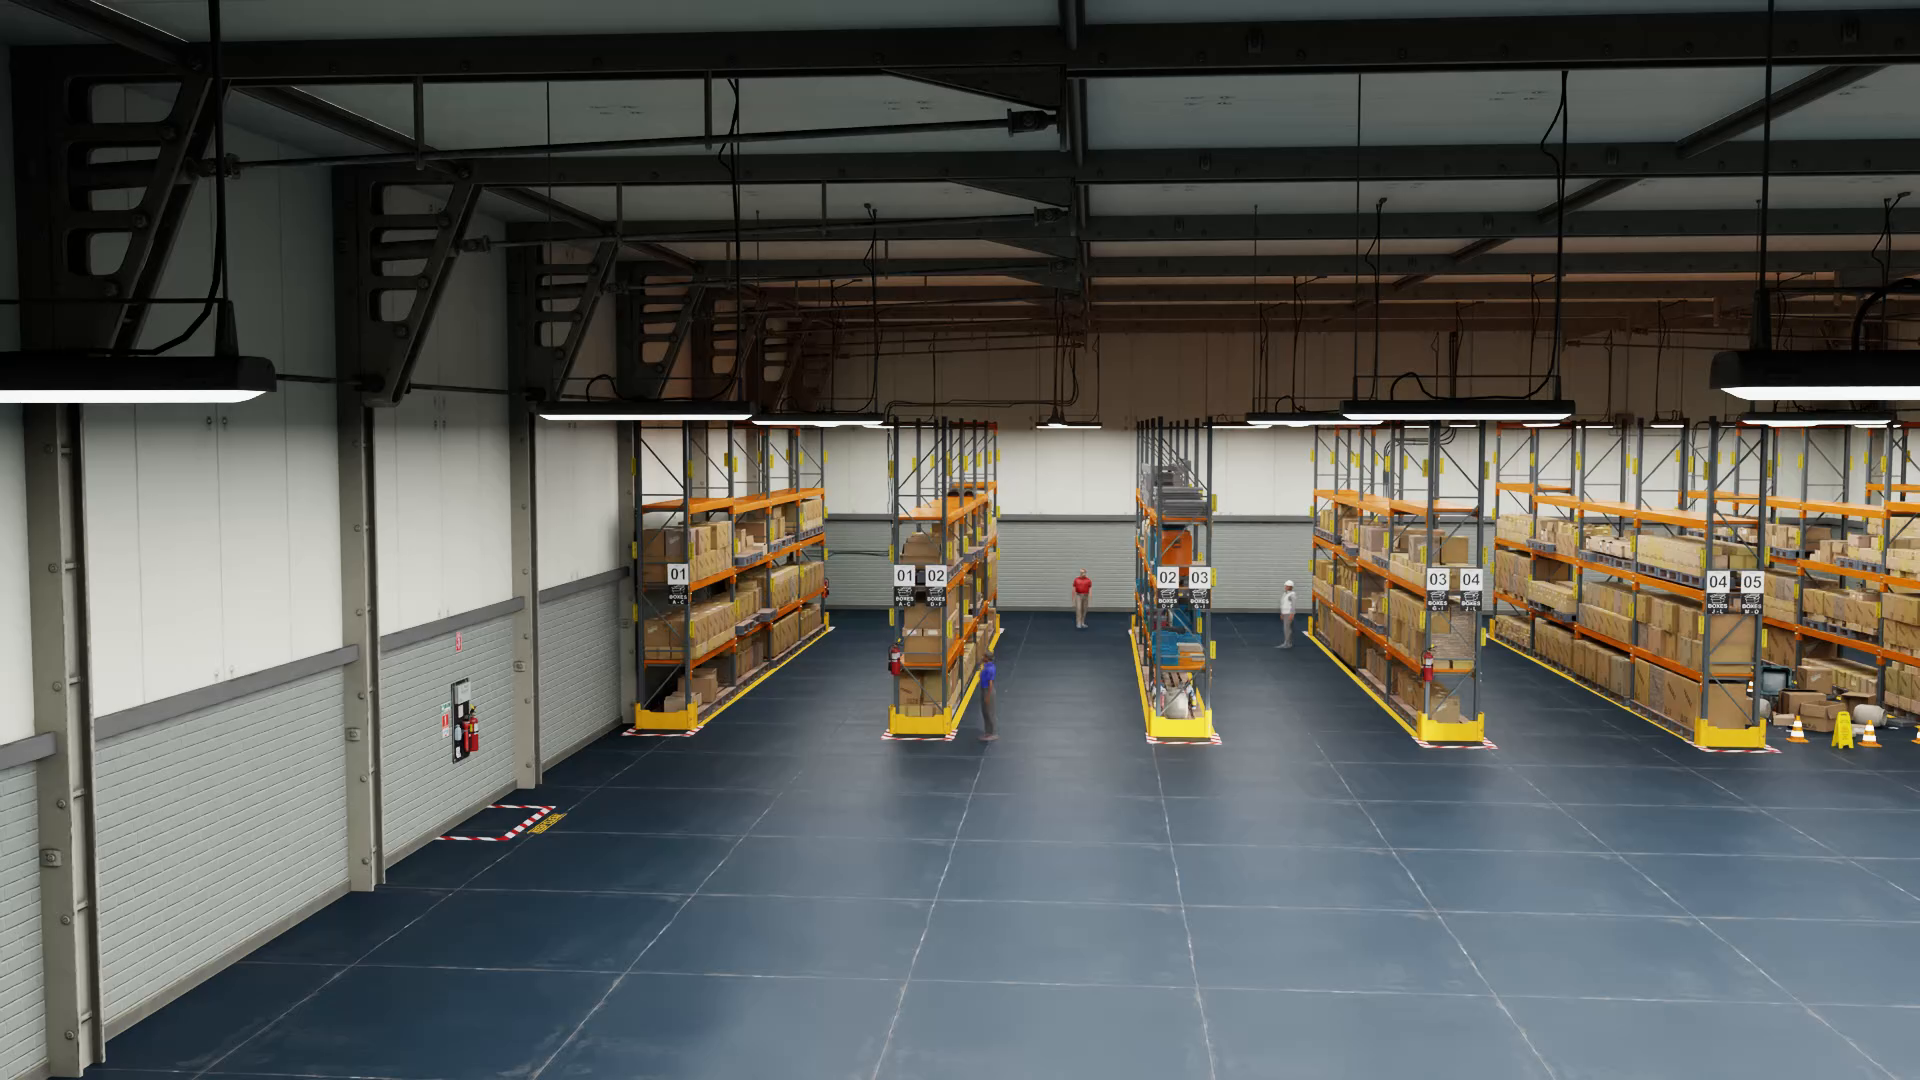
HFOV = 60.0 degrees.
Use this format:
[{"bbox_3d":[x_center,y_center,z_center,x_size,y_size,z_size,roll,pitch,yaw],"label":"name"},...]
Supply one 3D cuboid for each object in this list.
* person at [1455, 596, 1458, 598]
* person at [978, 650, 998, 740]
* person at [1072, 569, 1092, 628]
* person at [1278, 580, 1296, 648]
[{"bbox_3d":[13.685,1.830,46.597,0.558,1.671,0.466,3,5,37],"label":"person"},{"bbox_3d":[0.529,2.889,30.853,0.347,1.686,0.506,-1,4,-18],"label":"person"},{"bbox_3d":[3.594,1.706,48.440,0.558,1.715,0.638,-1,4,-19],"label":"person"},{"bbox_3d":[8.664,1.961,44.095,0.458,1.776,0.561,0,4,3],"label":"person"}]
